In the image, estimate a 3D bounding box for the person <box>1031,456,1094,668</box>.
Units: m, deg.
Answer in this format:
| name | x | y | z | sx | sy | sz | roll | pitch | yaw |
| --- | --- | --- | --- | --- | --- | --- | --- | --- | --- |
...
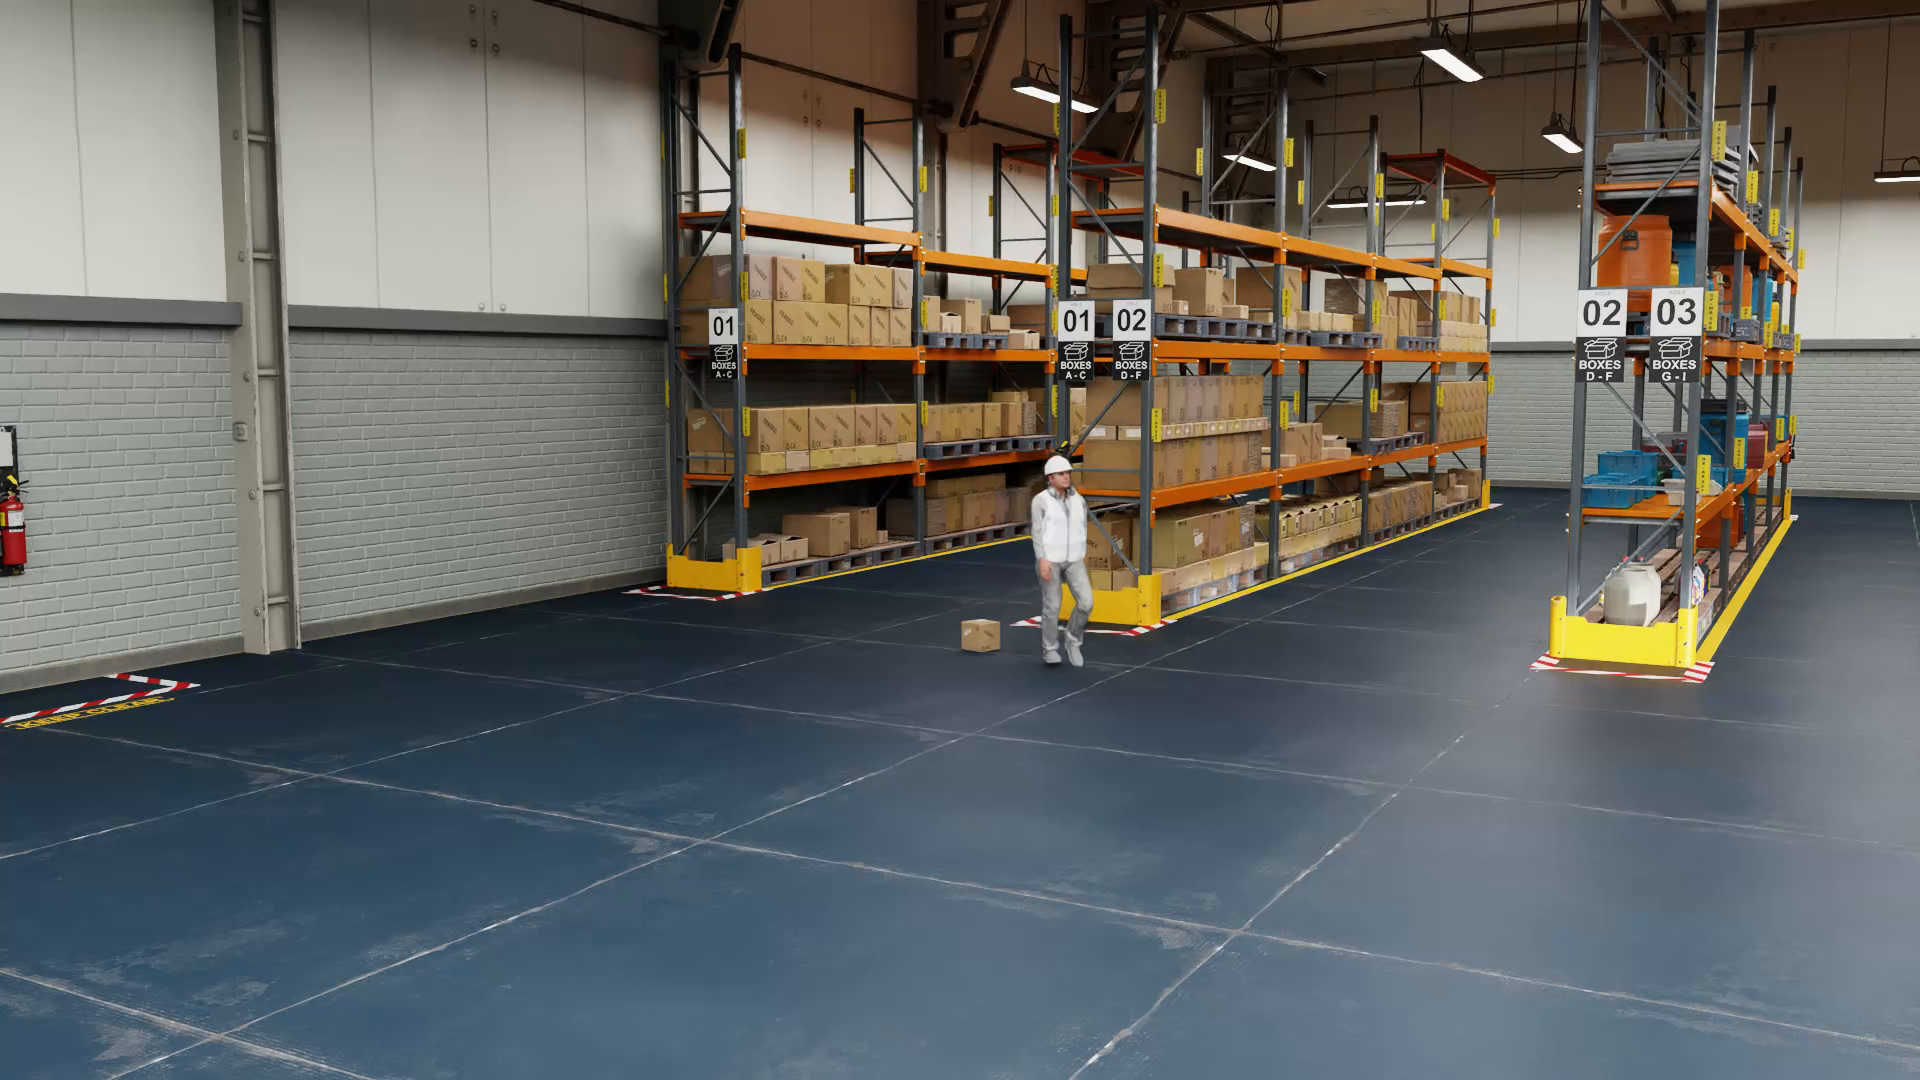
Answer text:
| name | x | y | z | sx | sy | sz | roll | pitch | yaw |
| --- | --- | --- | --- | --- | --- | --- | --- | --- | --- |
| person | 0.858 | 0.193 | 14.069 | 0.547 | 1.809 | 0.487 | -2 | 6 | -19 |
